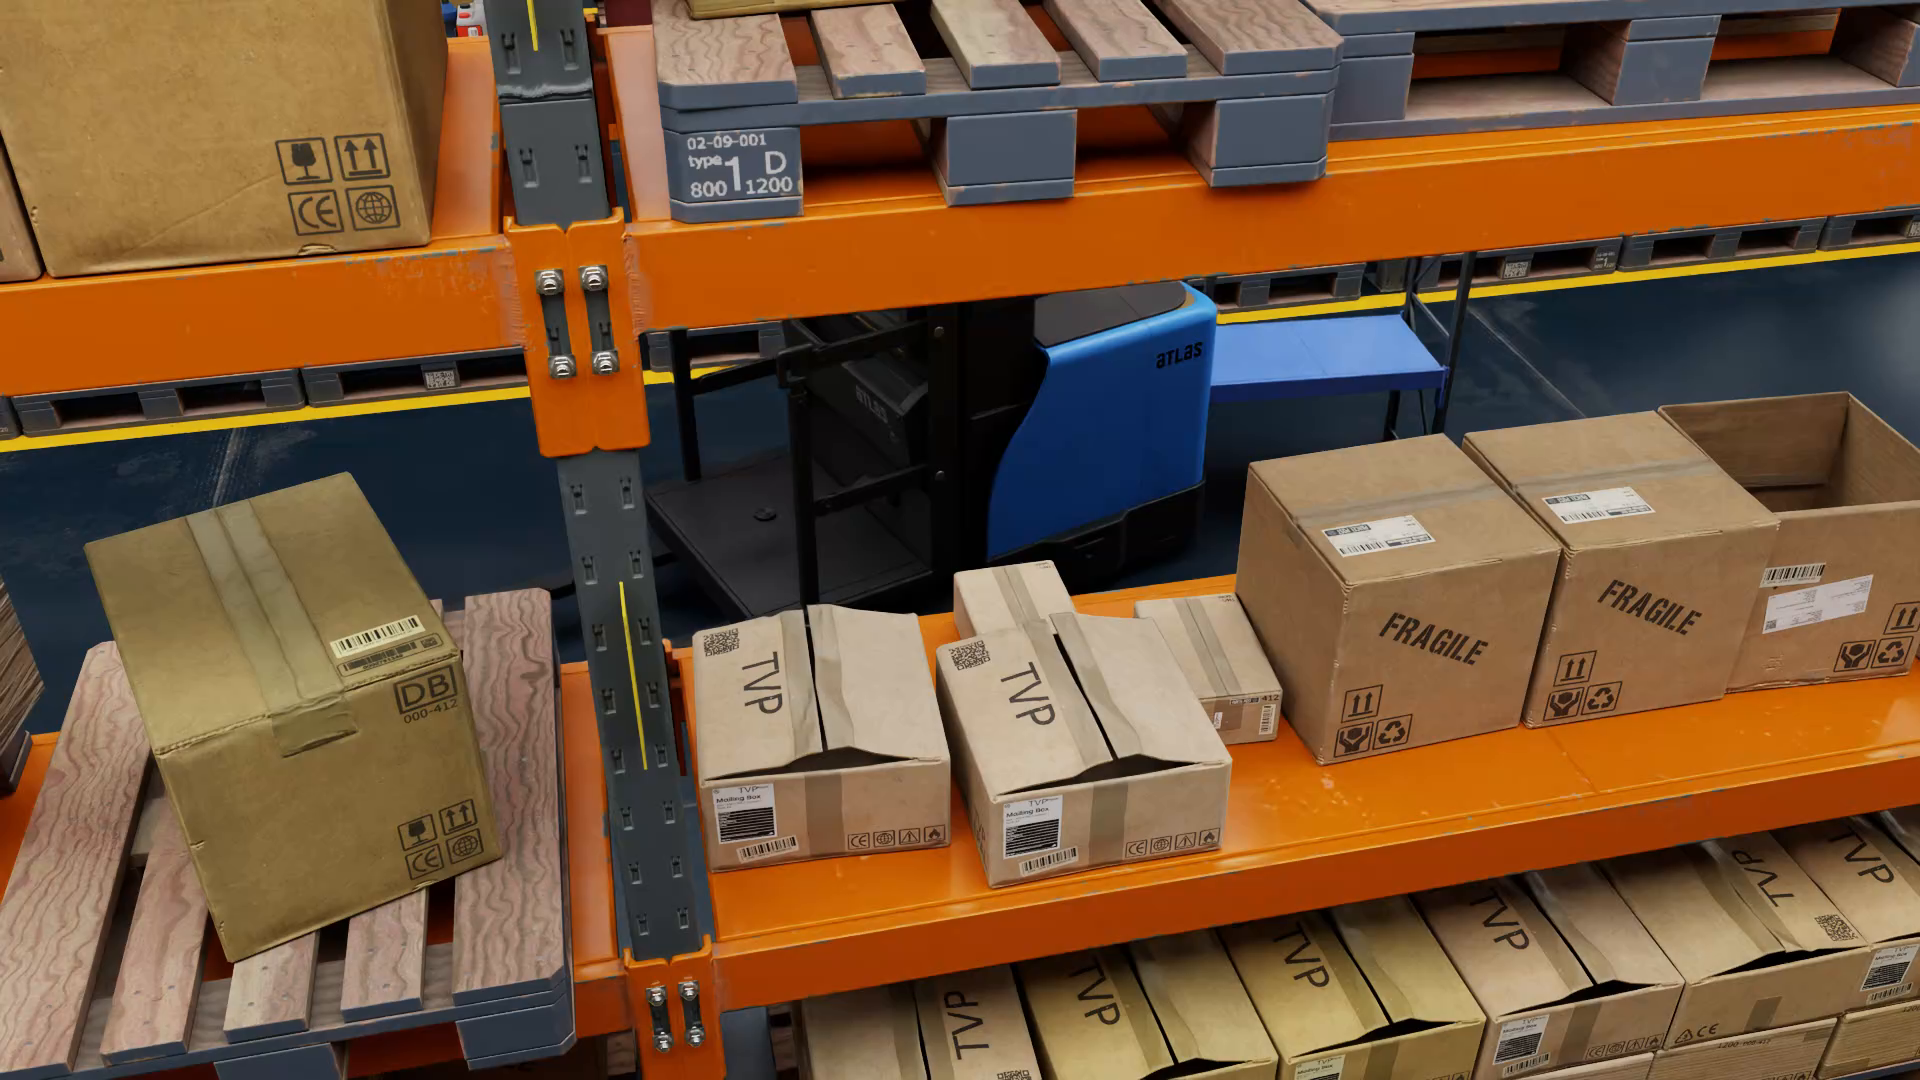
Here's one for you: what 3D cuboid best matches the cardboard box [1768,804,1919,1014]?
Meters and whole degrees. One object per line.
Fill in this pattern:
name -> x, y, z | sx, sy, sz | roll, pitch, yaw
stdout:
cardboard box -> 2.394, 0.897, 4.310 | 0.500, 0.311, 0.500 | -6, 34, -9

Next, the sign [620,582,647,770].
sign -> -0.540, 0.227, 2.752 | 0.005, 0.325, 0.100 | -7, 35, -11

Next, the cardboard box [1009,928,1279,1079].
cardboard box -> 0.417, 1.141, 3.945 | 0.500, 0.311, 0.500 | -8, 35, -12

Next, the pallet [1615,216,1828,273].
pallet -> 4.000, -1.857, 9.328 | 1.213, 0.211, 1.003 | -7, 35, -11

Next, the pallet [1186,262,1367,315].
pallet -> 1.386, -1.528, 8.838 | 1.213, 0.211, 1.003 | -7, 35, -11

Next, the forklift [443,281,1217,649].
forklift -> -0.553, -1.001, 5.611 | 3.031, 2.935, 1.130 | -19, 38, -26

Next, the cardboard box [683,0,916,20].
cardboard box -> -0.239, -1.063, 2.708 | 0.500, 0.250, 0.500 | -10, 35, -14

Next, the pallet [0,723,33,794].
pallet -> -2.565, 0.702, 3.184 | 1.213, 0.211, 1.003 | -7, 35, -11

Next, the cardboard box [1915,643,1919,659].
cardboard box -> 2.415, 0.153, 3.951 | 0.258, 0.266, 0.396 | -8, 35, -12

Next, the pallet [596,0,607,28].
pallet -> -2.088, -3.941, 12.433 | 1.213, 0.211, 1.003 | -7, 35, -11

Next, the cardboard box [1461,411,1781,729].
cardboard box -> 1.477, 0.059, 3.880 | 0.500, 0.500, 0.500 | -7, 35, -10

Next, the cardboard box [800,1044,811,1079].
cardboard box -> -0.094, 1.443, 3.998 | 0.500, 0.250, 0.500 | -7, 35, -11

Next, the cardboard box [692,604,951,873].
cardboard box -> -0.305, 0.397, 3.547 | 0.500, 0.311, 0.500 | -5, 34, -8

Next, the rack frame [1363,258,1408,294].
rack frame -> 2.143, -2.804, 8.236 | 0.127, 3.000, 1.000 | -7, 35, -11

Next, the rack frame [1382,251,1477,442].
rack frame -> 1.914, -0.897, 6.741 | 0.032, 1.500, 0.500 | -4, 34, -7

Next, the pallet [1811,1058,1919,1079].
pallet -> 2.522, 1.159, 4.834 | 1.213, 0.211, 1.003 | -7, 35, -11

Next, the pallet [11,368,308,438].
pallet -> -3.706, -0.886, 7.881 | 1.213, 0.211, 1.003 | -7, 35, -11

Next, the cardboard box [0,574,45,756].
cardboard box -> -2.193, 0.312, 3.126 | 0.500, 0.500, 0.700 | -1, 34, -2

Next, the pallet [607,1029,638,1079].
pallet -> -1.406, 1.610, 4.162 | 1.213, 0.211, 1.003 | -7, 35, -11

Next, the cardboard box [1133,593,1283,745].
cardboard box -> 0.562, 0.298, 3.840 | 0.250, 0.149, 0.380 | -5, 34, -7

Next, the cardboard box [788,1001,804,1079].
cardboard box -> -0.210, 1.151, 4.434 | 0.500, 0.250, 0.500 | -6, 34, -9

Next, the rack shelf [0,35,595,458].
rack shelf -> -2.620, -0.320, 2.489 | 4.000, 0.370, 1.077 | -7, 35, -11

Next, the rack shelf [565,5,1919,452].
rack shelf -> 1.281, -0.812, 3.222 | 4.000, 0.370, 1.077 | -7, 35, -11

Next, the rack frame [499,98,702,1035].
rack frame -> -0.669, 0.381, 3.491 | 0.127, 3.000, 1.000 | -7, 35, -11

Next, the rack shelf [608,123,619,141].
rack shelf -> 0.192, -2.259, 8.070 | 4.000, 0.370, 1.077 | -7, 35, -11

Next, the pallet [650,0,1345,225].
pallet -> -0.027, -0.918, 2.904 | 1.003, 0.211, 1.213 | -6, 34, -8

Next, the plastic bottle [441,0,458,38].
plastic bottle -> -2.371, -2.381, 7.722 | 0.097, 0.271, 0.097 | 0, 34, 0

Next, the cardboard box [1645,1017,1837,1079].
cardboard box -> 1.899, 1.189, 4.377 | 0.500, 0.250, 0.500 | -6, 34, -9

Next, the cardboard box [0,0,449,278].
cardboard box -> -1.087, -0.834, 2.520 | 0.500, 0.500, 0.910 | -7, 35, -11

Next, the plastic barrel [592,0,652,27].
plastic barrel -> -1.373, -2.590, 7.796 | 0.708, 0.536, 0.600 | -7, 35, -11

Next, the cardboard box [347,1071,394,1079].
cardboard box -> -1.530, 1.479, 3.703 | 0.500, 0.500, 0.500 | -6, 34, -9

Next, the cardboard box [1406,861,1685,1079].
cardboard box -> 1.416, 1.016, 4.131 | 0.500, 0.311, 0.500 | -8, 35, -11

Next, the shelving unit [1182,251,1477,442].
shelving unit -> 1.410, -0.858, 6.683 | 1.048, 1.500, 0.538 | -4, 34, -7
